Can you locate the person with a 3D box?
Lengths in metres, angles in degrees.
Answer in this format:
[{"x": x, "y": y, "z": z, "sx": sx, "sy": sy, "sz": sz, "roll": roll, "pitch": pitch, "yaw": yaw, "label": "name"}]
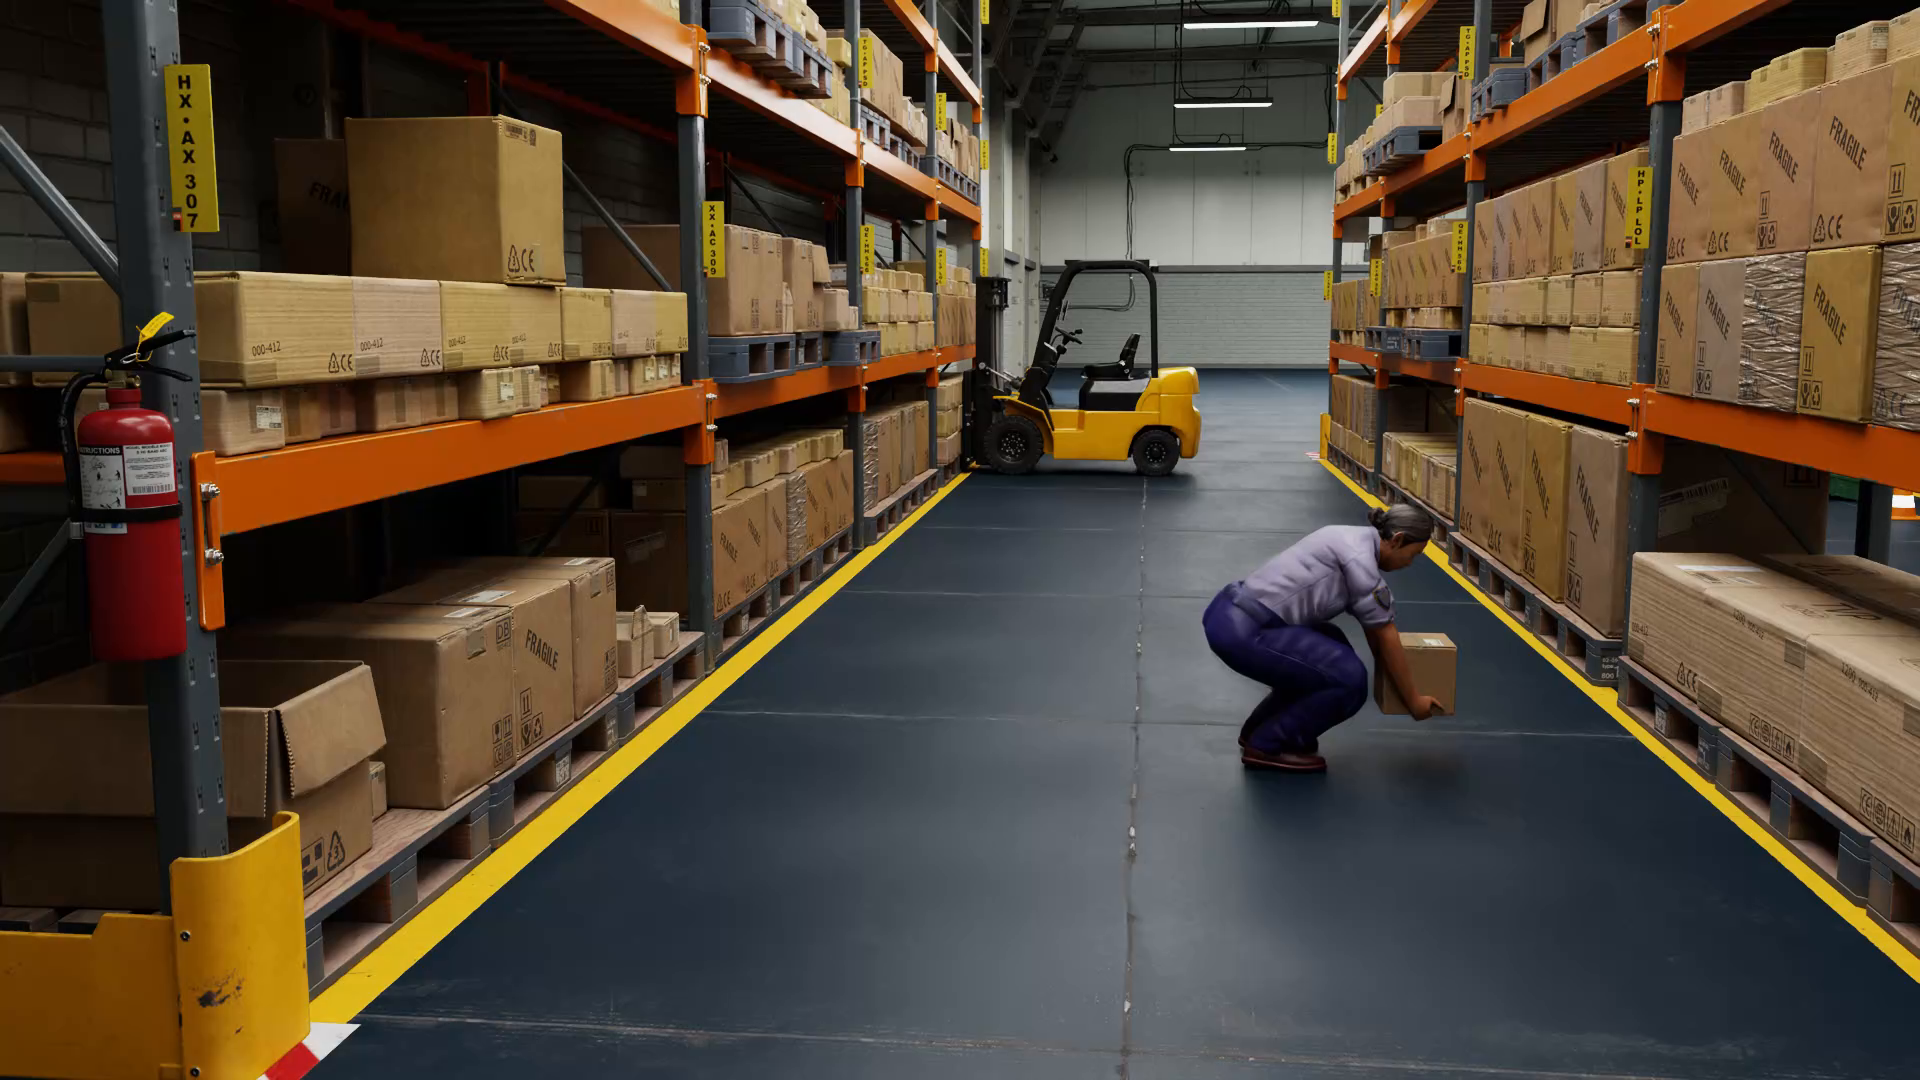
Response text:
[{"x": 1.307, "y": 0.341, "z": 6.018, "sx": 0.850, "sy": 0.942, "sz": 0.507, "roll": 1, "pitch": 8, "yaw": 5, "label": "person"}]
